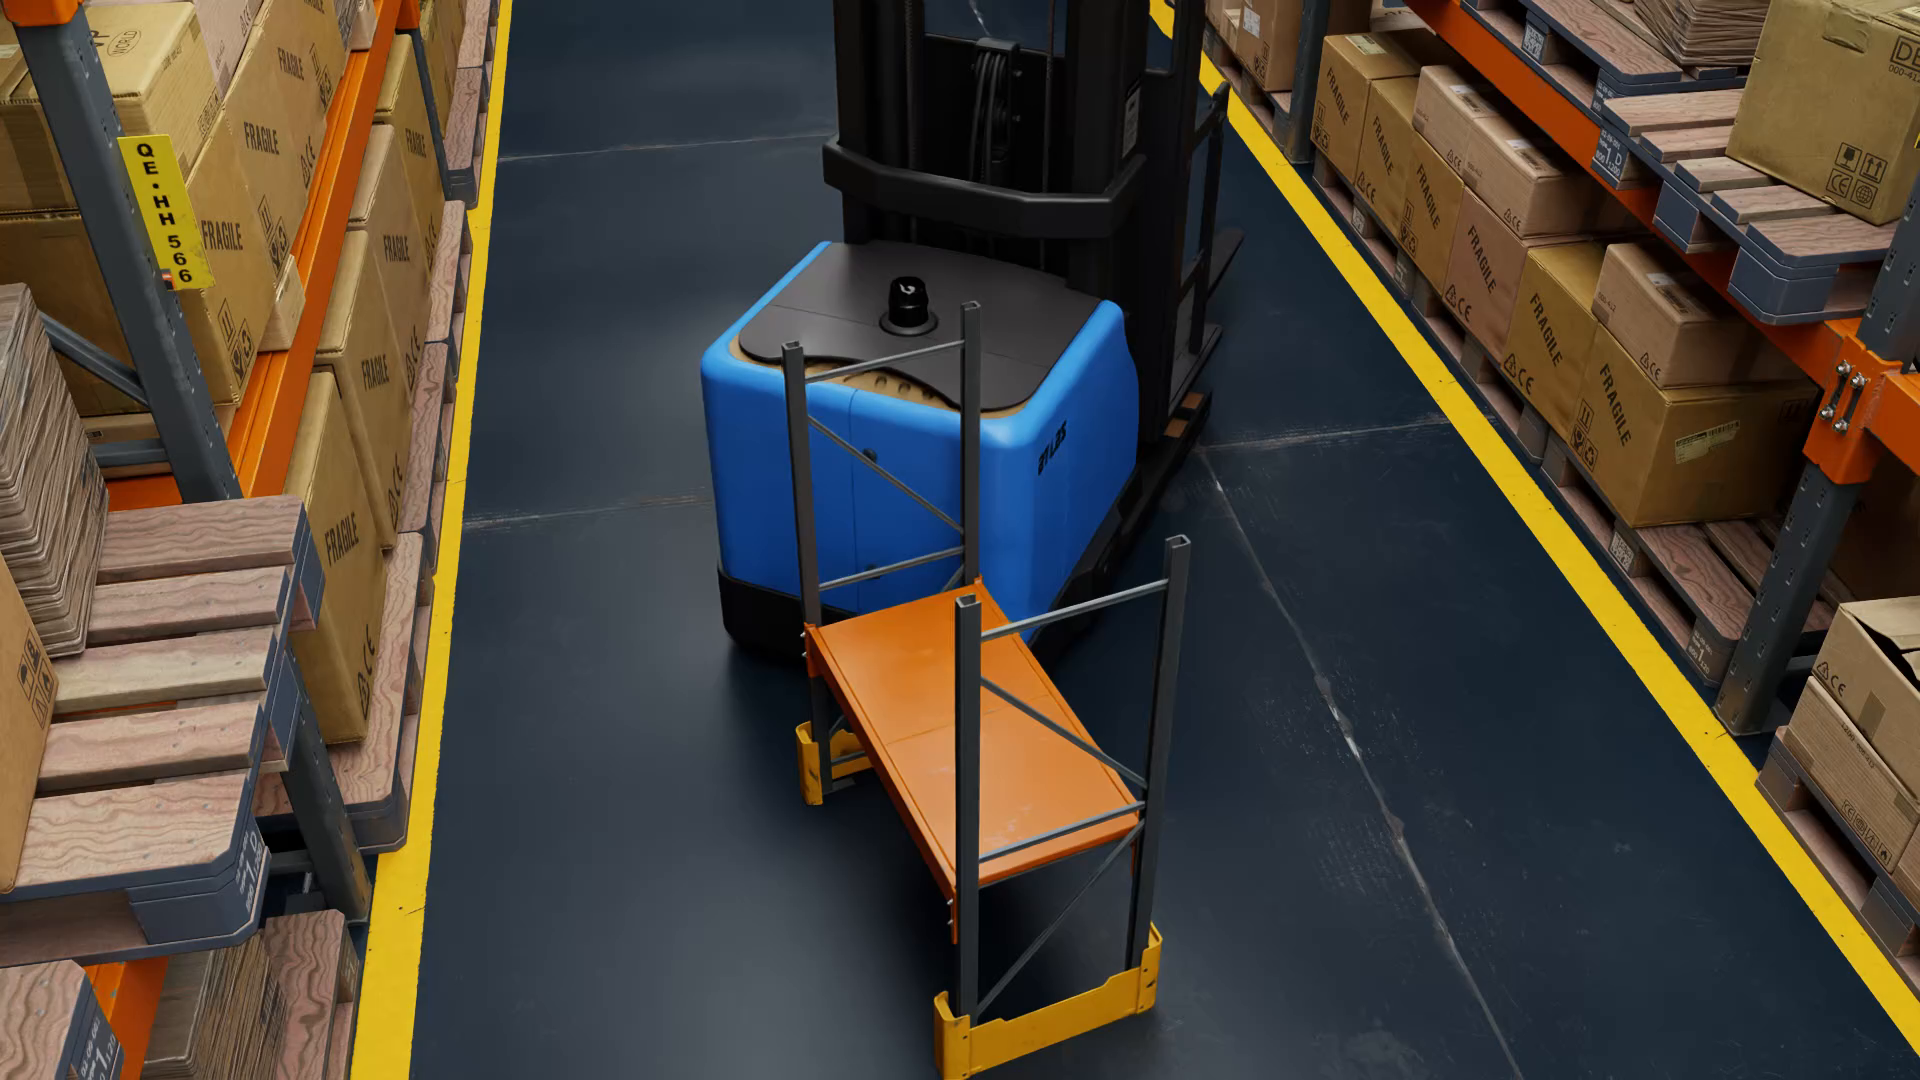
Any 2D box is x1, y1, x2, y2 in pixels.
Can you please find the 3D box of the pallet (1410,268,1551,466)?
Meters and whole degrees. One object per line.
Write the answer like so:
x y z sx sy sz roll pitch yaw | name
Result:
2.492 -0.768 6.567 1.003 0.211 1.213 -6 38 -8 | pallet

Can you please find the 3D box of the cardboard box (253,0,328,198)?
-2.082 -1.247 4.570 0.500 0.500 0.500 -6 38 -8 | cardboard box

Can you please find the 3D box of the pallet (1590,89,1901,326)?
2.608 -1.005 4.755 1.213 0.211 1.003 -6 38 -8 | pallet

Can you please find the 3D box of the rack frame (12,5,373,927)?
-2.080 -0.144 3.490 1.000 3.000 0.127 -6 38 -8 | rack frame

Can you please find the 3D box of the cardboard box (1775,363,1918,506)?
2.900 -0.487 5.611 0.500 0.500 0.500 -8 38 -10 | cardboard box

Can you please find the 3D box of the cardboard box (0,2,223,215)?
-1.911 -0.924 3.543 0.500 0.250 0.500 -5 38 -7 | cardboard box

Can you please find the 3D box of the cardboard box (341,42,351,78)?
-2.293 -1.676 5.650 0.380 0.149 0.250 -6 38 -8 | cardboard box

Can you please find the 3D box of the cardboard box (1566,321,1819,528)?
2.401 -0.405 5.506 0.500 0.500 0.500 -5 38 -6 | cardboard box

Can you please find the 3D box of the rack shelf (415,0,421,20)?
-3.132 -3.484 8.376 1.077 0.370 4.000 -6 38 -8 | rack shelf

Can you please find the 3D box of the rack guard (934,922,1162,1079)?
0.217 1.133 4.087 0.587 0.250 0.087 -15 40 -18 | rack guard

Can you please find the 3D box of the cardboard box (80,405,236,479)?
-1.910 -0.276 3.849 0.380 0.149 0.250 -7 38 -9 | cardboard box

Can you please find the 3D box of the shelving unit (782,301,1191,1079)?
0.017 0.359 4.064 0.587 1.500 1.083 -15 40 -18 | shelving unit

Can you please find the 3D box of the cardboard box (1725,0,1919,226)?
2.575 -1.253 4.494 0.700 0.500 0.500 -19 42 -23 | cardboard box

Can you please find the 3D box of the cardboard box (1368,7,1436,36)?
2.234 -2.484 8.335 0.500 0.311 0.500 -6 38 -8 | cardboard box

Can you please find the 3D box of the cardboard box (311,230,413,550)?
-2.227 -0.449 5.293 0.750 0.750 0.750 -6 38 -8 | cardboard box

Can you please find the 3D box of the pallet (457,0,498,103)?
-3.055 -2.665 9.008 1.003 0.211 1.213 -6 38 -8 | pallet

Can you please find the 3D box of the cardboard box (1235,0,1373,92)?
1.716 -2.595 8.324 0.500 0.500 0.500 -6 38 -8 | cardboard box

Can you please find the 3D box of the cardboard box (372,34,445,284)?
-2.539 -1.498 6.643 0.750 0.750 0.750 -6 38 -7 | cardboard box

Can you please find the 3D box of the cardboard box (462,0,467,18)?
-3.085 -3.137 9.038 0.700 0.500 0.500 -7 38 -9 | cardboard box

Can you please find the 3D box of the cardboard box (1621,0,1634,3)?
2.465 -2.240 5.764 0.700 0.500 0.500 -16 41 -19 | cardboard box

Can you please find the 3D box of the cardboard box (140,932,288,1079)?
-1.903 1.099 3.570 0.700 0.500 0.500 -6 38 -7 | cardboard box

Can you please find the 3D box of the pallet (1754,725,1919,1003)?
2.902 0.924 4.389 1.003 0.211 1.213 -6 38 -8 | pallet

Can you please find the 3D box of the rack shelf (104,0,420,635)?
-2.431 -1.068 5.266 1.077 0.370 4.000 -6 38 -8 | rack shelf

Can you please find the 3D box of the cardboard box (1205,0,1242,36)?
1.584 -2.974 8.966 0.500 0.311 0.500 -6 38 -8 | cardboard box

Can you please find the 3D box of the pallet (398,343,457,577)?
-2.355 -0.262 5.916 1.003 0.211 1.213 -6 38 -8 | pallet

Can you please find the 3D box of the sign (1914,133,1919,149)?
2.264 -1.041 3.766 0.100 0.325 0.005 -6 38 -8 | sign

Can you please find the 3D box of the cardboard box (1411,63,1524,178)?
2.115 -1.655 6.503 0.500 0.250 0.500 -6 38 -8 | cardboard box

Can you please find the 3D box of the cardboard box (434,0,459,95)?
-2.896 -2.505 8.225 0.700 0.500 0.500 -7 38 -8 | cardboard box

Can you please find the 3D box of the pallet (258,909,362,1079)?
-1.945 1.429 3.738 1.003 0.211 1.213 -6 38 -8 | pallet

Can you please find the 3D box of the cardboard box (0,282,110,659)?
-1.988 -0.074 2.961 0.700 0.500 0.500 -11 39 -13 | cardboard box

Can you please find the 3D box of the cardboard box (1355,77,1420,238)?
2.044 -1.642 7.098 0.500 0.500 0.500 -6 38 -7 | cardboard box

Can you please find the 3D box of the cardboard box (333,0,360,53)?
-2.273 -1.862 5.361 0.500 0.500 0.500 -6 38 -8 | cardboard box

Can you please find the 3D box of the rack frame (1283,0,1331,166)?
2.095 -3.095 7.289 1.000 3.000 0.127 -6 38 -8 | rack frame

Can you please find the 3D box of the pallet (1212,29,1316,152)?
1.975 -2.409 8.679 1.003 0.211 1.213 -6 38 -8 | pallet

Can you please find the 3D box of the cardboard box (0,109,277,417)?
-1.913 -0.630 3.775 0.500 0.500 0.500 -5 38 -7 | cardboard box

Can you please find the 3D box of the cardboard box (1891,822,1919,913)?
2.688 0.892 4.055 0.500 0.250 0.500 -7 38 -9 | cardboard box

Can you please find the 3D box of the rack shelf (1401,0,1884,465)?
2.446 -1.603 5.955 1.077 0.370 4.000 -6 38 -8 | rack shelf

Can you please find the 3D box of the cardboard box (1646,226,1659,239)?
2.721 -1.105 6.406 0.500 0.500 0.500 -7 38 -9 | cardboard box

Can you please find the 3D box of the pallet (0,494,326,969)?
-1.850 0.351 3.010 1.213 0.211 1.003 -6 38 -8 | pallet

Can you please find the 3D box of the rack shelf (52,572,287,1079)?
-1.729 1.348 2.156 1.077 0.370 4.000 -6 38 -8 | rack shelf

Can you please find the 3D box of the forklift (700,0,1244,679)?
0.298 -1.535 5.337 1.130 2.935 3.031 15 40 18 | forklift

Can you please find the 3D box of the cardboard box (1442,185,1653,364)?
2.213 -1.034 6.315 0.500 0.500 0.500 -8 38 -10 | cardboard box

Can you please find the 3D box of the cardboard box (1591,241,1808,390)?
2.387 -0.735 5.319 0.500 0.250 0.500 -5 38 -6 | cardboard box

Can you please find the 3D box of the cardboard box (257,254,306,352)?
-1.909 -0.599 4.265 0.380 0.149 0.250 -5 38 -7 | cardboard box

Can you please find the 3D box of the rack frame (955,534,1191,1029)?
0.225 0.650 3.690 0.500 1.500 0.032 -15 40 -18 | rack frame
